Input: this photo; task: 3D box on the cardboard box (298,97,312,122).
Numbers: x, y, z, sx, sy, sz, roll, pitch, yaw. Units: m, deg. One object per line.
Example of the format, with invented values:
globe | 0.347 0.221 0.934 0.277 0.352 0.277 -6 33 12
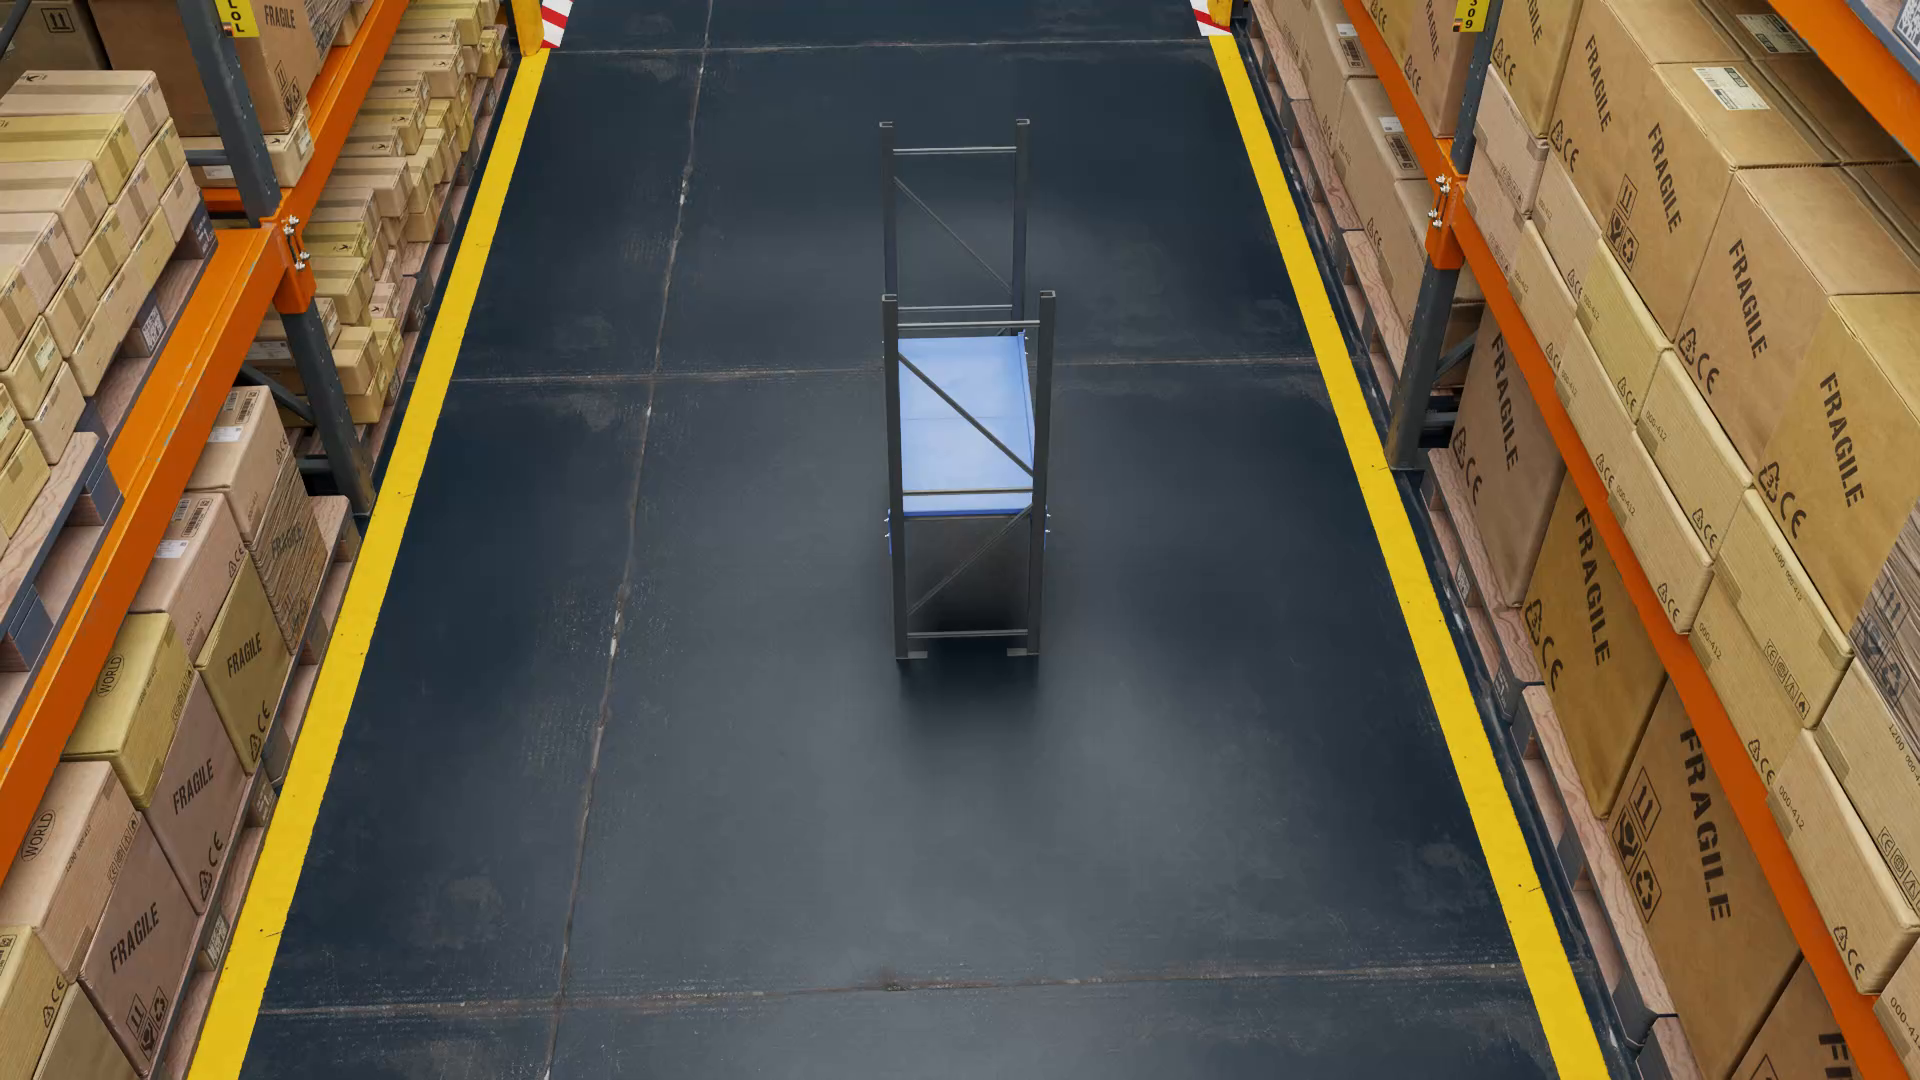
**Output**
cardboard box | -2.522 -1.498 5.851 0.380 0.149 0.250 0 43 -1

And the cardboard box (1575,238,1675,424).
cardboard box | 1.972 -0.559 4.381 0.500 0.250 0.500 -1 43 -1

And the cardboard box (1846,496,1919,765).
cardboard box | 2.046 0.179 3.021 0.500 0.500 0.500 -1 43 -1

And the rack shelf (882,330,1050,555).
rack shelf | 0.004 -0.363 5.802 0.538 0.185 1.000 -2 43 -2

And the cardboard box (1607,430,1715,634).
cardboard box | 1.986 -0.035 4.179 0.500 0.250 0.500 -2 43 -2

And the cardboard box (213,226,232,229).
cardboard box | -3.095 -1.113 6.603 0.380 0.149 0.250 -2 43 -2

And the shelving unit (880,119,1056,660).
shelving unit | 0.004 -0.495 5.680 0.538 1.500 1.048 -2 43 -2

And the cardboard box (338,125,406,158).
cardboard box | -2.629 -1.668 7.208 0.380 0.149 0.250 -3 43 -4

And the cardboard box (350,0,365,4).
cardboard box | -2.535 -2.381 6.333 0.500 0.500 0.500 -2 43 -3

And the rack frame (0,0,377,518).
rack frame | -2.752 -1.218 5.359 1.000 3.000 0.127 -2 43 -2

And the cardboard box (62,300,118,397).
cardboard box | -2.506 -0.505 4.456 0.380 0.149 0.250 -4 43 -4

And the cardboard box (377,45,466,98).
cardboard box | -2.540 -2.193 7.781 0.380 0.149 0.250 0 43 0

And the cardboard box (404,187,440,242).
cardboard box | -2.542 -1.452 7.413 0.380 0.149 0.250 -3 43 -3

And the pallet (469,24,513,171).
pallet | -2.919 -2.290 8.592 1.003 0.211 1.213 -2 43 -2

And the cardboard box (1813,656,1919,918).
cardboard box | 2.060 0.477 3.250 0.500 0.250 0.500 -3 43 -3

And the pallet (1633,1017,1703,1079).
pallet | 2.401 1.766 4.167 1.003 0.211 1.213 -2 43 -2

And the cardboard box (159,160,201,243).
cardboard box | -2.537 -1.018 5.016 0.380 0.149 0.250 -3 43 -3

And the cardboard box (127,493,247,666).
cardboard box | -2.459 0.115 4.889 0.500 0.250 0.500 0 43 0

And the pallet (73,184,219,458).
pallet | -2.865 -0.627 4.856 1.003 0.211 1.213 -2 43 -2

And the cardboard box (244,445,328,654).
cardboard box | -2.469 0.041 5.524 0.500 0.500 0.500 -2 43 -3

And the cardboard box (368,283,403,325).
cardboard box | -2.520 -0.923 6.836 0.380 0.149 0.250 -2 43 -2

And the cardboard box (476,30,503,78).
cardboard box | -2.579 -2.502 8.559 0.380 0.149 0.250 0 43 0

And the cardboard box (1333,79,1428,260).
cardboard box | 2.232 -1.670 7.437 0.875 0.438 0.875 -3 43 -3

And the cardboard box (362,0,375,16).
cardboard box | -2.541 -2.214 6.631 0.380 0.149 0.250 0 43 0

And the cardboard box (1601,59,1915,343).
cardboard box | 1.989 -0.847 4.140 0.500 0.500 0.500 -3 43 -3

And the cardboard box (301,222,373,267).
cardboard box | -2.572 -1.137 6.629 0.380 0.149 0.250 -2 43 -2

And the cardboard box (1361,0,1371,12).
cardboard box | 1.851 -2.457 6.637 0.500 0.500 0.500 -2 43 -2

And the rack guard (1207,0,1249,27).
rack guard | 2.019 -3.223 9.397 1.175 0.500 0.348 -2 43 -2

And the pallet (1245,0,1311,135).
pallet | 2.132 -2.563 8.890 1.003 0.211 1.213 -2 43 -2

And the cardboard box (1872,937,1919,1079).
cardboard box | 2.079 0.994 3.057 0.500 0.250 0.500 -3 43 -3

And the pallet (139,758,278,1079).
pallet | -2.662 1.161 4.827 1.003 0.211 1.213 -2 43 -2

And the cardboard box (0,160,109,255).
cardboard box | -2.518 -0.878 4.423 0.380 0.149 0.250 -3 43 -3

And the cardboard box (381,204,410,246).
cardboard box | -2.591 -1.386 7.121 0.380 0.149 0.250 0 43 0

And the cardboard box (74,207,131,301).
cardboard box | -2.518 -0.781 4.538 0.380 0.149 0.250 0 43 0

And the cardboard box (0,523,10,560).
cardboard box | -2.467 0.042 3.860 0.380 0.149 0.250 -3 43 -3

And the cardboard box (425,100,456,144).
cardboard box | -2.563 -1.910 7.693 0.380 0.149 0.250 0 43 0

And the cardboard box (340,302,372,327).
cardboard box | -2.548 -0.854 6.540 0.380 0.149 0.250 -1 43 -1

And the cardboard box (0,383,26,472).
cardboard box | -2.478 -0.237 3.944 0.380 0.149 0.250 -1 43 -2

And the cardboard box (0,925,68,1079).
cardboard box | -2.391 1.158 3.751 0.500 0.250 0.500 -2 43 -2

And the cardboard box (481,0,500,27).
cardboard box | -2.614 -2.784 8.646 0.380 0.149 0.250 -3 43 -3

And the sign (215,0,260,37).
sign | -2.197 -1.663 4.988 0.100 0.325 0.005 -2 43 -2

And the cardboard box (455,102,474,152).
cardboard box | -2.557 -1.985 7.994 0.380 0.149 0.250 -3 43 -4

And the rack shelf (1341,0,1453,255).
rack shelf | 2.105 -2.513 7.304 1.077 0.370 4.000 -2 43 -2

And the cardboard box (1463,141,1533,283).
cardboard box | 1.945 -1.068 5.307 0.500 0.250 0.500 -3 43 -3

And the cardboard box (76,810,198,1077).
cardboard box | -2.408 1.079 4.393 0.500 0.500 0.500 -3 43 -3

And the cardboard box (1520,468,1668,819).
cardboard box | 2.342 0.226 5.045 0.875 0.875 0.875 -1 43 -1
